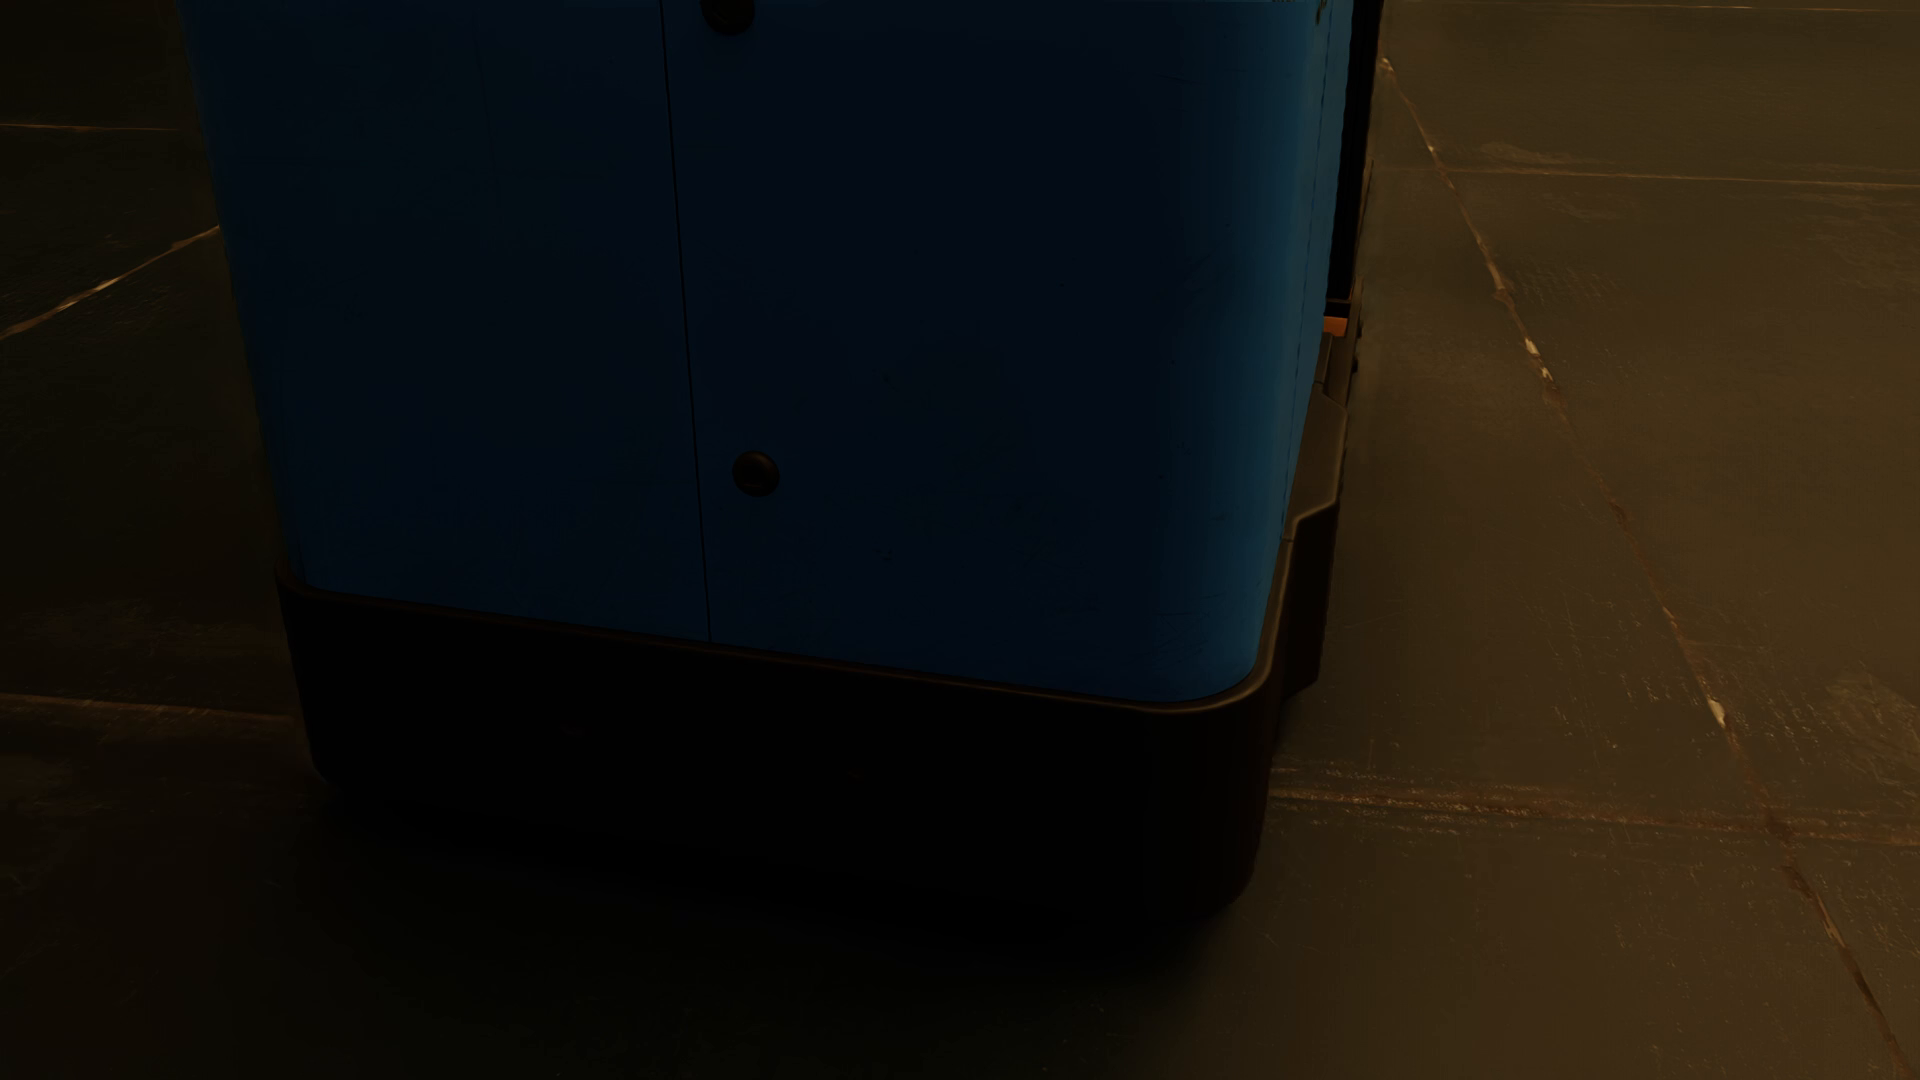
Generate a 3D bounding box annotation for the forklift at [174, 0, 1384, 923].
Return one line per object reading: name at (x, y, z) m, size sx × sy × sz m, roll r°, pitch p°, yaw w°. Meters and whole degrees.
forklift at (0.141, -1.581, 2.385) m, size 1.130 × 2.935 × 3.031 m, roll 7°, pitch 27°, yaw 13°
